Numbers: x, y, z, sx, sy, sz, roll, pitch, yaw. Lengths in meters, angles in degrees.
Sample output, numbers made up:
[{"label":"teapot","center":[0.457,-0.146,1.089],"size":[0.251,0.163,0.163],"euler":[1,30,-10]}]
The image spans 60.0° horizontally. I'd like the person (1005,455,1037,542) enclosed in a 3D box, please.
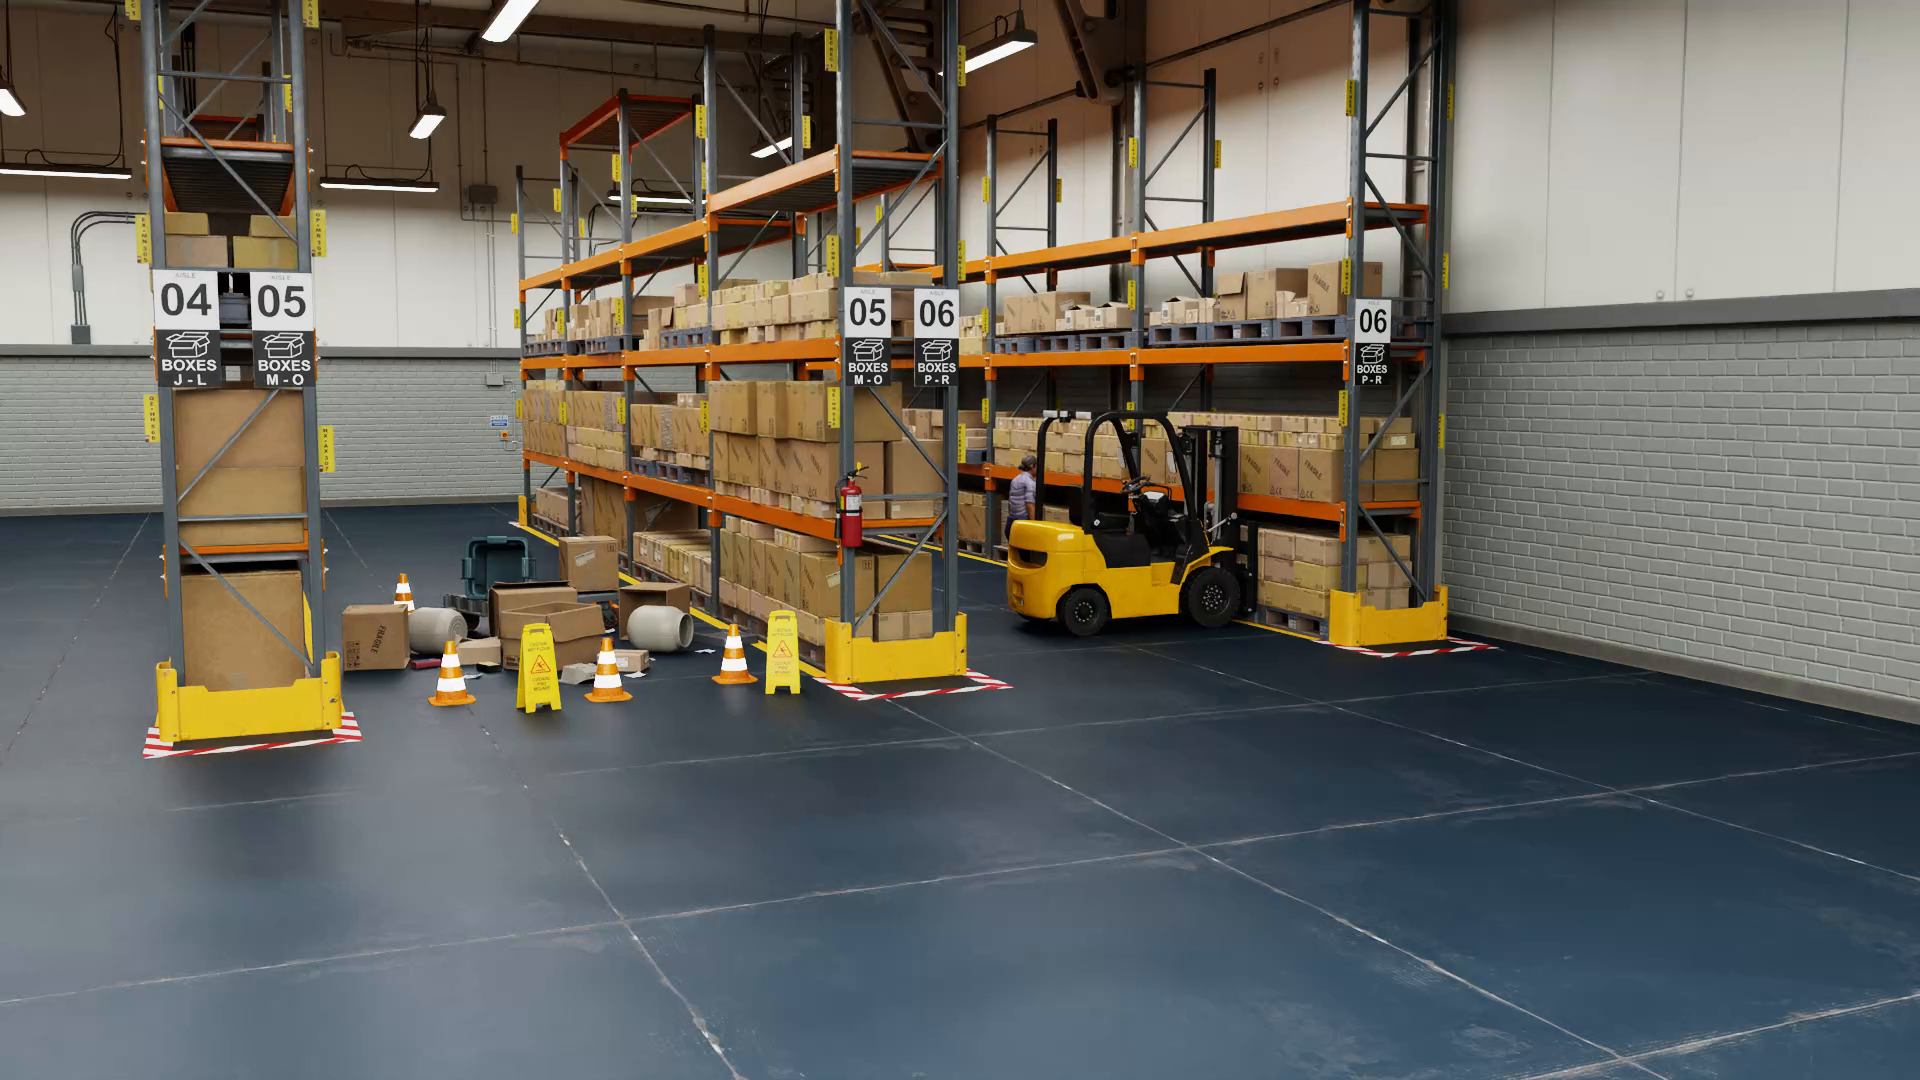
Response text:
[{"label":"person","center":[0.705,-0.094,18.028],"size":[0.367,1.651,0.549],"euler":[-3,6,-25]}]
